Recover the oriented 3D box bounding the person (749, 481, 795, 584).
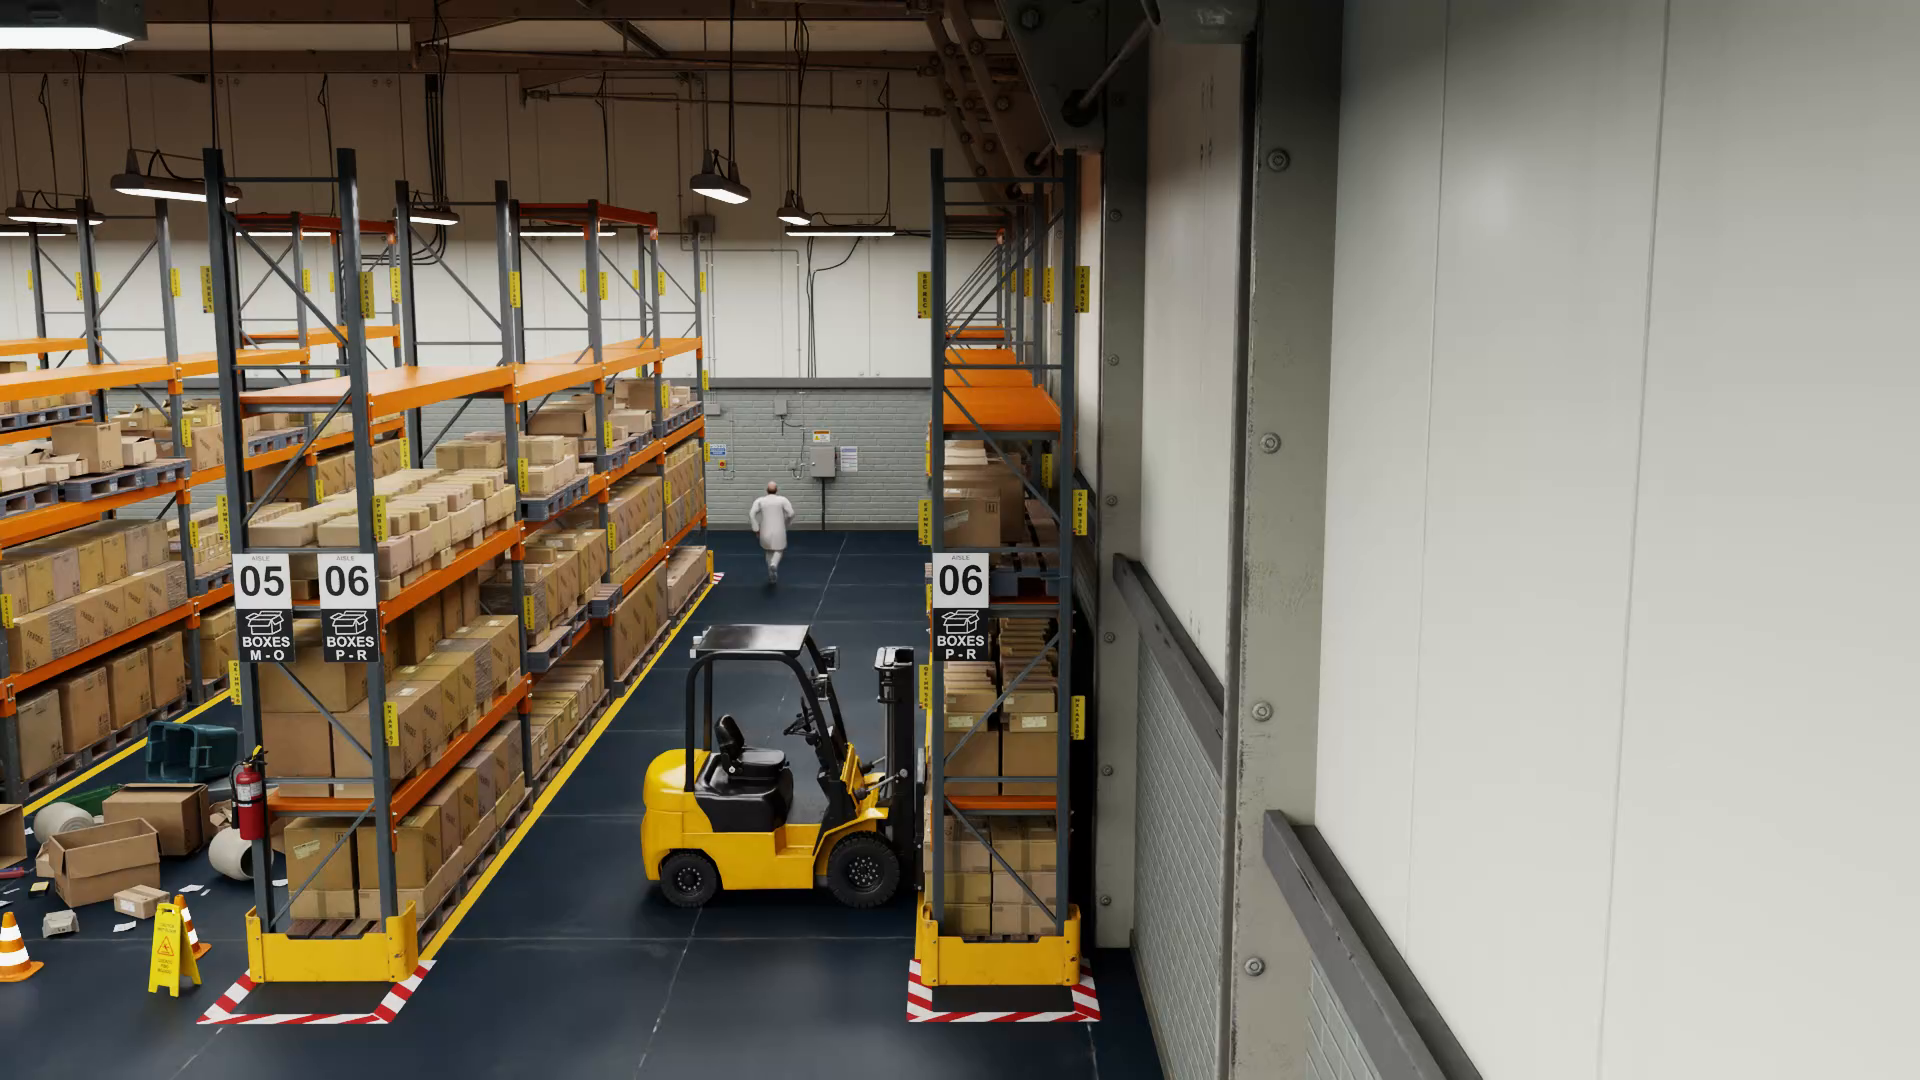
[{"bbox_3d":[-3.114,-0.097,27.661,0.748,1.756,0.710,0,9,1],"label":"person"}]
